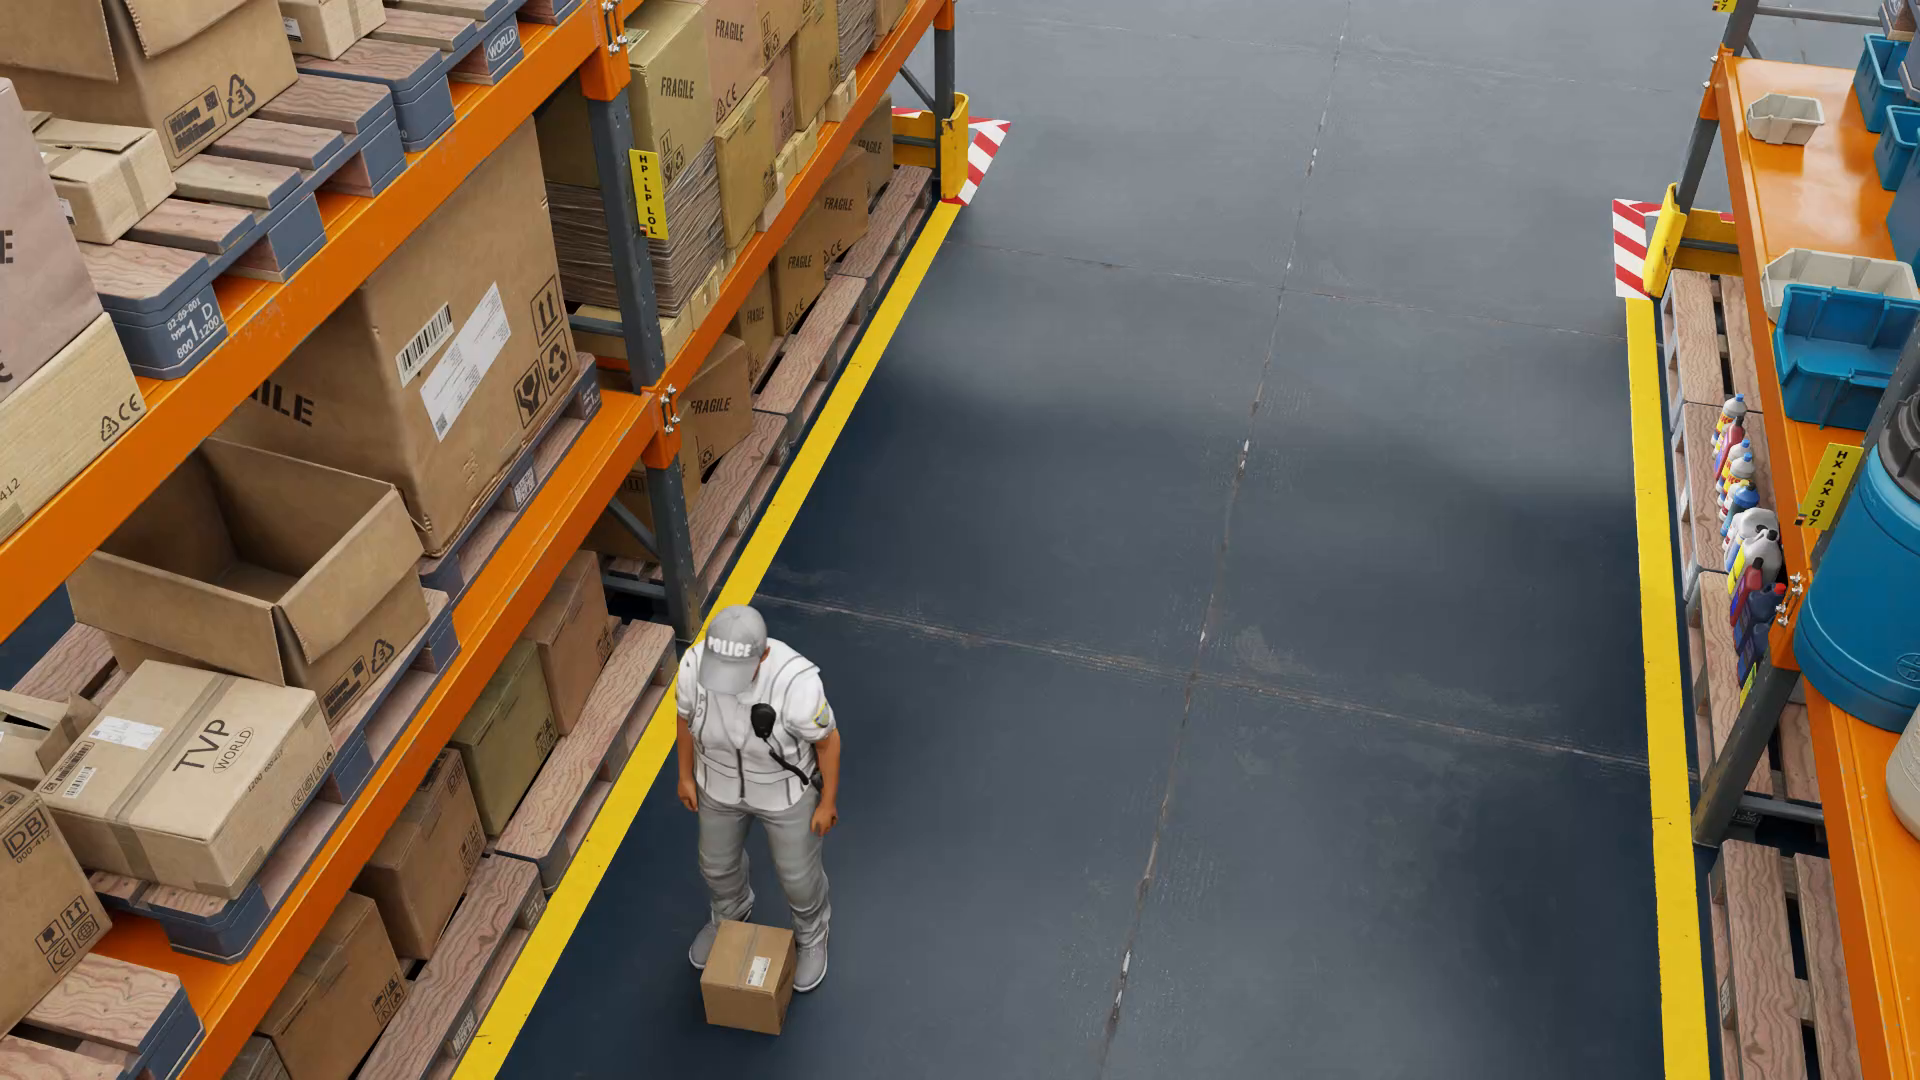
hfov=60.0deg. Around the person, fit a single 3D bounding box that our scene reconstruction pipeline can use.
[{"bbox_3d":[-0.648,0.792,5.251,0.550,1.666,0.473,9,42,11],"label":"person"}]
